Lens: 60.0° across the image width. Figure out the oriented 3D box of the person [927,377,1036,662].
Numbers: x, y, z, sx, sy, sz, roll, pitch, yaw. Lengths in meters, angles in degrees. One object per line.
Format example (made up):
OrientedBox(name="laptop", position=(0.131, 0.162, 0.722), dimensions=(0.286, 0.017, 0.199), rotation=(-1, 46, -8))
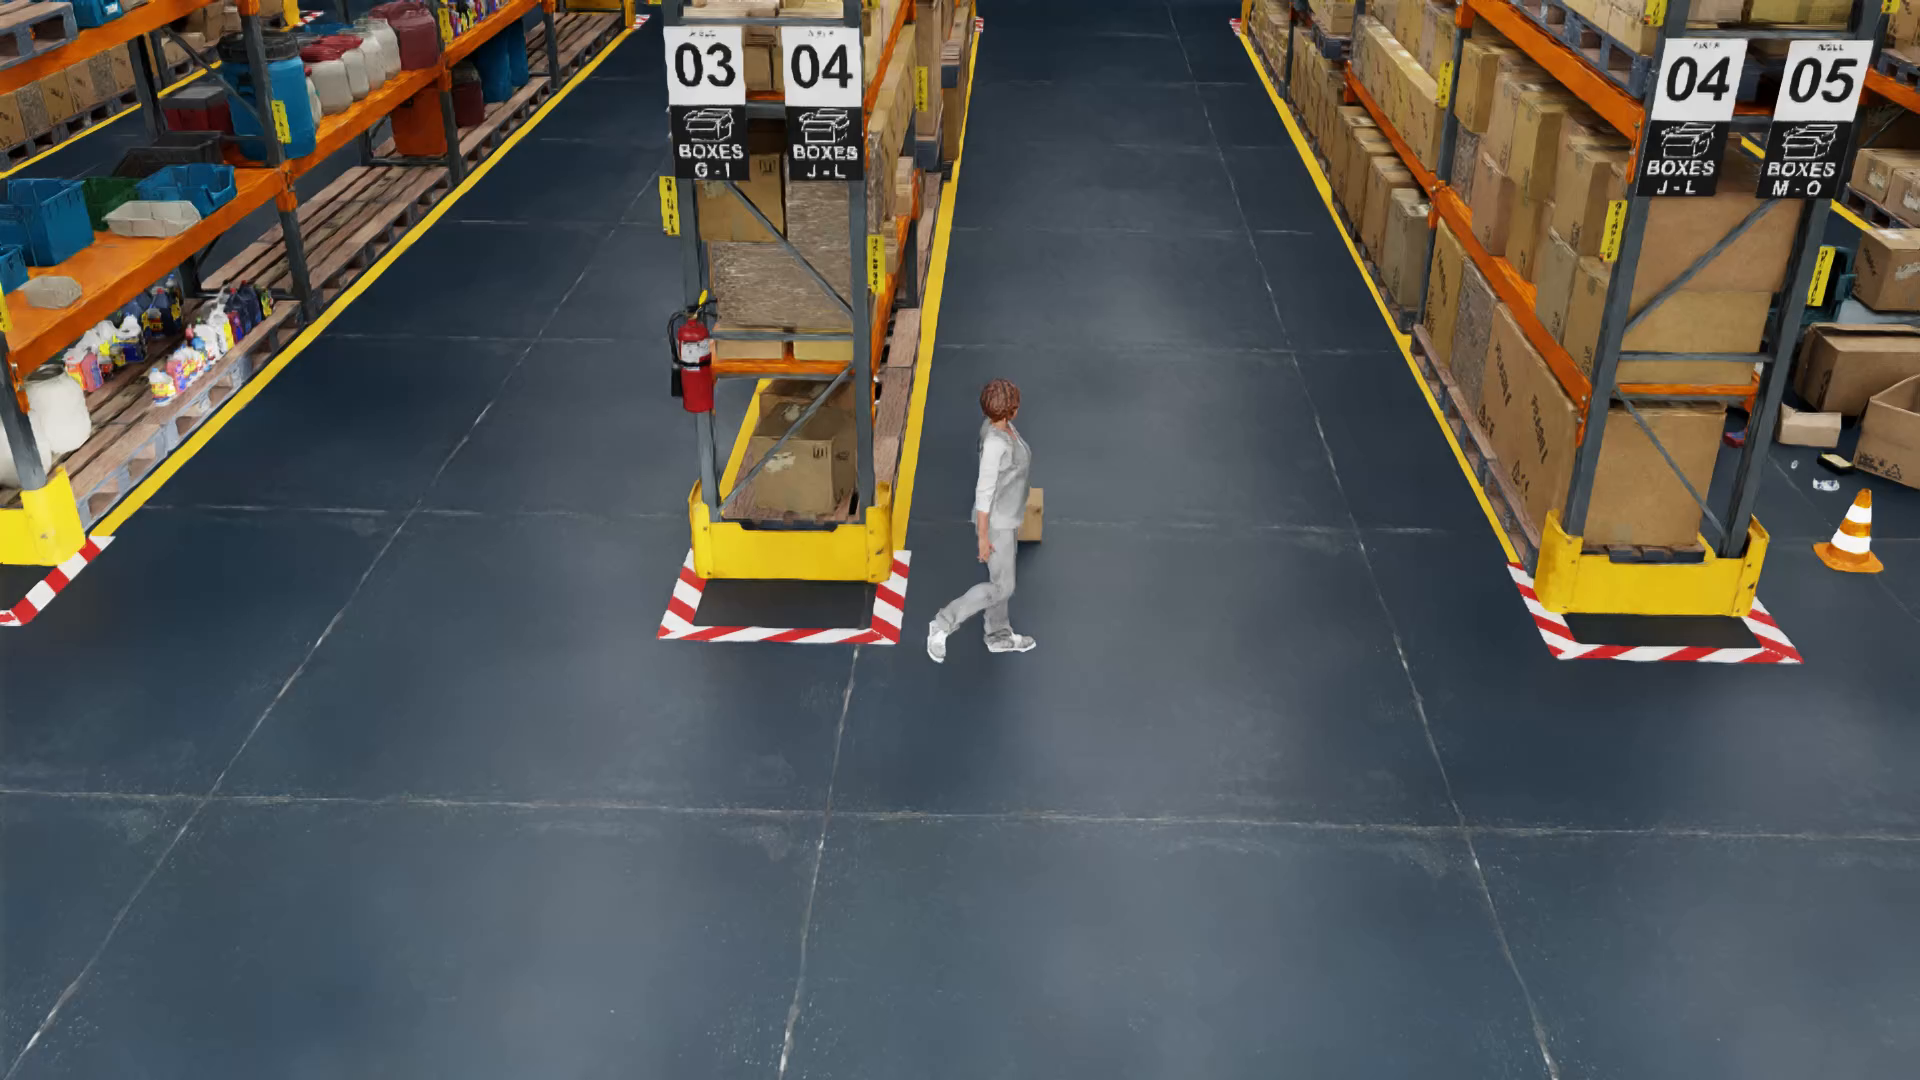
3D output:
OrientedBox(name="person", position=(0.124, -0.062, 8.770), dimensions=(0.559, 1.578, 0.610), rotation=(4, 29, 8))
